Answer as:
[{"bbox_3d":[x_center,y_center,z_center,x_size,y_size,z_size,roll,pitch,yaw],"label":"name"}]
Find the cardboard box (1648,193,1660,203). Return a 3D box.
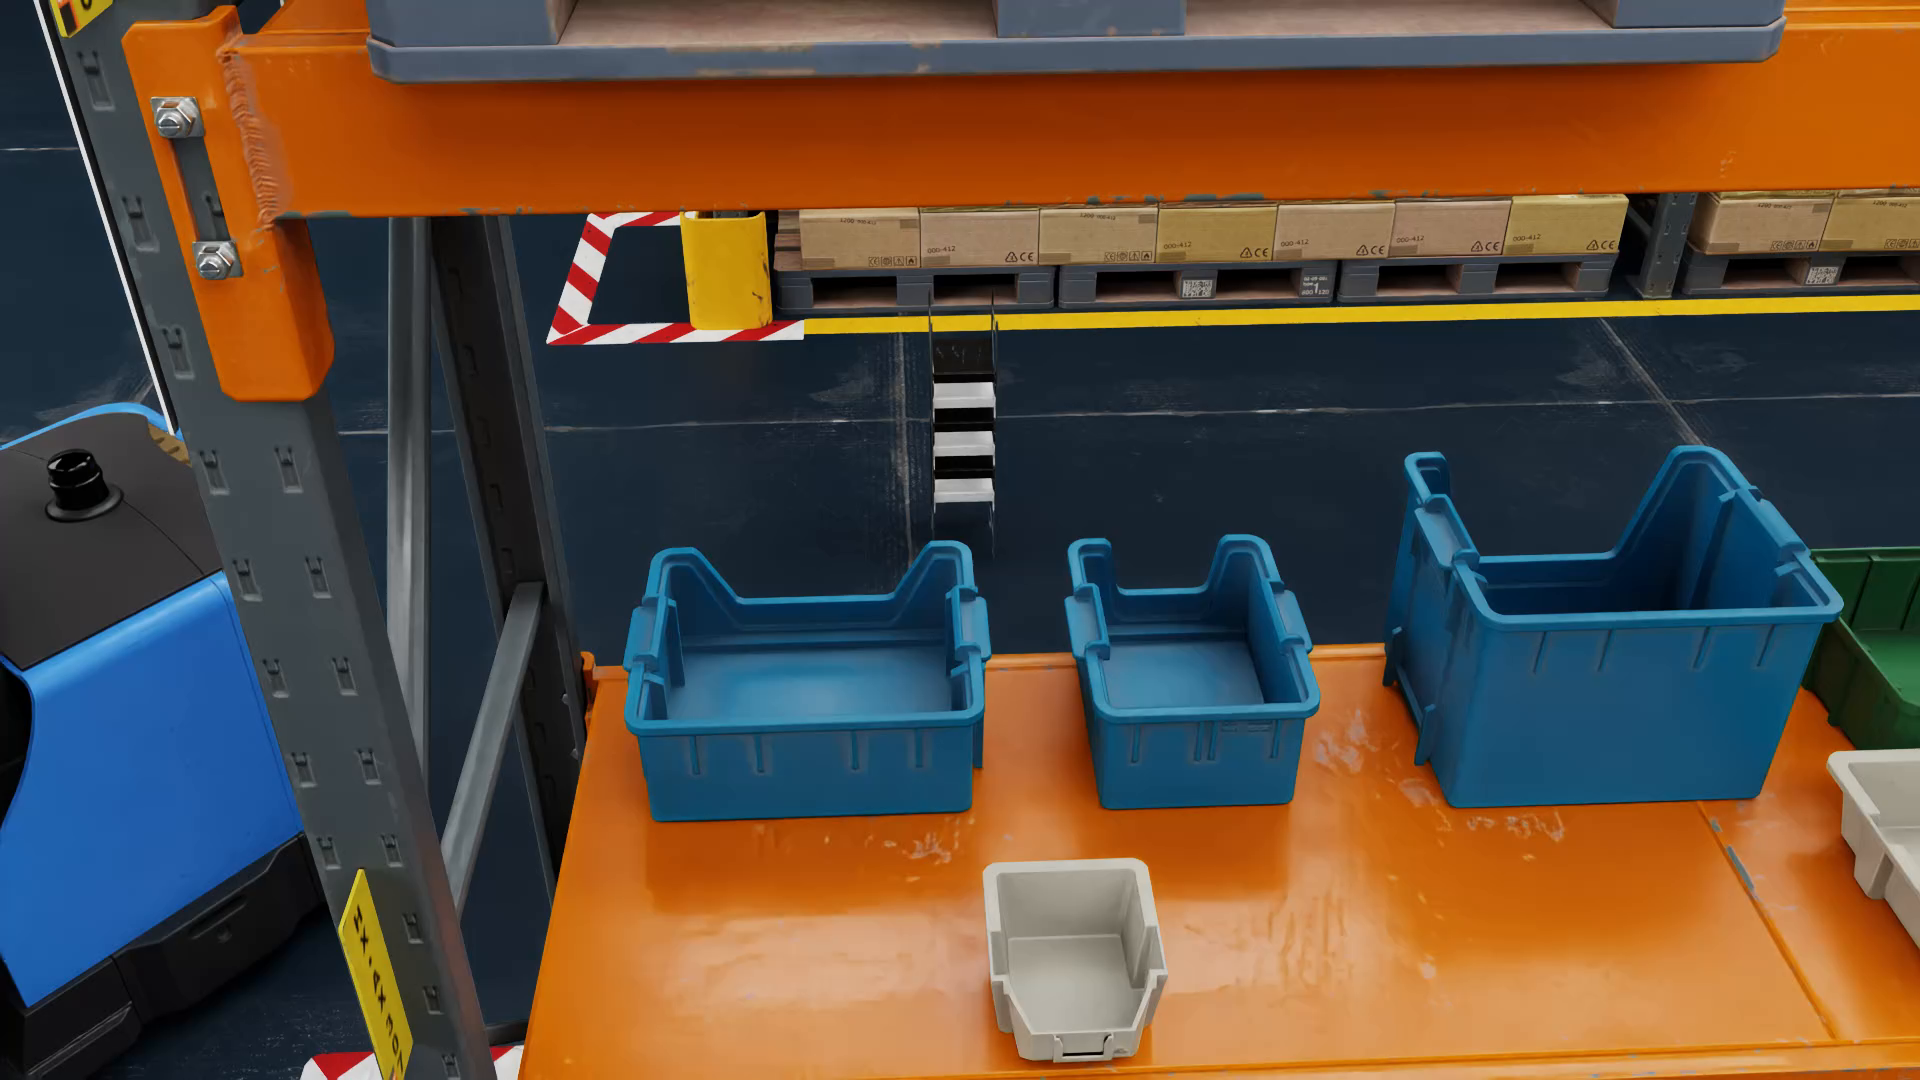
[{"bbox_3d":[3.421,-1.782,7.736,0.500,0.250,0.500,-2,35,-3],"label":"cardboard box"}]

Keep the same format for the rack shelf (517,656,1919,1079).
[{"bbox_3d":[1.254,0.521,2.822,3.809,0.124,0.919,-2,35,-2],"label":"rack shelf"}]

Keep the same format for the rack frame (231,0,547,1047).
[{"bbox_3d":[-0.744,0.361,2.592,0.053,2.616,0.949,-2,35,-2],"label":"rack frame"}]

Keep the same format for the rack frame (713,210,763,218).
[{"bbox_3d":[-0.975,-2.456,6.664,0.127,3.000,1.000,-2,35,-2],"label":"rack frame"}]

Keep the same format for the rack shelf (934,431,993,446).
[{"bbox_3d":[0.008,-0.360,5.502,0.190,0.026,0.221,-2,35,-2],"label":"rack shelf"}]

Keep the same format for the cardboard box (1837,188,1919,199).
[{"bbox_3d":[3.945,-1.717,7.149,0.500,0.311,0.500,-2,35,-3],"label":"cardboard box"}]

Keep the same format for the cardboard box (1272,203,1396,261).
[{"bbox_3d":[1.569,-1.440,7.242,0.500,0.250,0.500,-2,35,-2],"label":"cardboard box"}]

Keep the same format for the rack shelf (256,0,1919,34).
[{"bbox_3d":[1.254,-0.713,1.968,3.809,0.124,0.919,-2,35,-2],"label":"rack shelf"}]

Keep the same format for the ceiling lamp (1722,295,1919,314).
[{"bbox_3d":[5.331,-1.069,7.294,4.000,0.001,0.159,-2,35,-2],"label":"ceiling lamp"}]

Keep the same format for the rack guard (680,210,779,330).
[{"bbox_3d":[-0.999,-1.428,7.374,0.348,0.500,1.175,-2,35,-2],"label":"rack guard"}]

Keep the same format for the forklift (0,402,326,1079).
[{"bbox_3d":[-2.751,0.120,3.001,1.130,2.935,3.031,23,41,30],"label":"forklift"}]

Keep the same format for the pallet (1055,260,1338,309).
[{"bbox_3d":[1.003,-1.385,7.566,1.213,0.211,1.003,-2,35,-2],"label":"pallet"}]

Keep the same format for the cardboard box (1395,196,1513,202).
[{"bbox_3d":[2.068,-1.771,7.061,0.500,0.500,0.500,-2,35,-2],"label":"cardboard box"}]

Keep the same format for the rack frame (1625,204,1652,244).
[{"bbox_3d":[3.020,-2.566,6.822,0.053,2.616,0.949,-2,35,-2],"label":"rack frame"}]

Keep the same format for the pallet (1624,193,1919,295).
[{"bbox_3d":[3.755,-1.460,7.674,1.213,0.211,1.003,-2,35,-2],"label":"pallet"}]

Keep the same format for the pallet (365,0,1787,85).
[{"bbox_3d":[0.087,-0.763,1.747,1.213,0.211,1.003,-2,35,-2],"label":"pallet"}]

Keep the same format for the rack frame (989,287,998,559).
[{"bbox_3d":[0.110,-0.373,5.498,0.006,0.900,0.240,-2,35,-2],"label":"rack frame"}]

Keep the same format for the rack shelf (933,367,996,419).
[{"bbox_3d":[0.008,-0.491,5.411,0.200,0.077,0.258,-2,35,-2],"label":"rack shelf"}]

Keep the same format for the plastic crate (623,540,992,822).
[{"bbox_3d":[-0.258,0.237,2.902,0.616,0.251,0.499,-2,35,-2],"label":"plastic crate"}]

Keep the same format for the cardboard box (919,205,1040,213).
[{"bbox_3d":[0.071,-1.709,6.972,0.500,0.500,0.500,-2,35,-2],"label":"cardboard box"}]

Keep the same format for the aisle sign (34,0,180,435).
[{"bbox_3d":[-0.802,-0.541,1.612,0.004,0.787,0.394,-2,35,-2],"label":"aisle sign"}]

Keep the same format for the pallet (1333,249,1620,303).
[{"bbox_3d":[2.224,-1.420,7.616,1.213,0.211,1.003,-2,35,-2],"label":"pallet"}]

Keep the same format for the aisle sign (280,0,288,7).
[{"bbox_3d":[-0.830,-0.877,2.096,0.004,0.787,0.394,-2,35,-2],"label":"aisle sign"}]

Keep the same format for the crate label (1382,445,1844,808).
[{"bbox_3d":[1.081,0.141,2.879,0.616,0.435,0.502,-2,35,-2],"label":"crate label"}]

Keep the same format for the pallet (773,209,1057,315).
[{"bbox_3d":[-0.213,-1.354,7.521,1.213,0.211,1.003,-2,35,-2],"label":"pallet"}]

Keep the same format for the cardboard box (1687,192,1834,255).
[{"bbox_3d":[3.435,-1.476,7.294,0.500,0.250,0.500,-2,35,-3],"label":"cardboard box"}]

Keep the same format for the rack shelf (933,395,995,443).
[{"bbox_3d":[0.008,-0.417,5.462,0.200,0.077,0.258,-2,35,-2],"label":"rack shelf"}]

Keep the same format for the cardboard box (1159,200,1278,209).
[{"bbox_3d":[1.070,-1.734,7.007,0.500,0.500,0.500,-2,35,-2],"label":"cardboard box"}]

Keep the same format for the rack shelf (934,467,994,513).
[{"bbox_3d":[0.008,-0.195,5.616,0.200,0.077,0.258,-2,35,-2],"label":"rack shelf"}]

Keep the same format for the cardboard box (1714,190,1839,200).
[{"bbox_3d":[3.445,-1.706,7.134,0.500,0.311,0.500,-1,35,-2],"label":"cardboard box"}]

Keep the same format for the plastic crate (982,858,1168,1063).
[{"bbox_3d":[0.165,0.627,2.440,0.250,0.136,0.298,-2,35,-2],"label":"plastic crate"}]

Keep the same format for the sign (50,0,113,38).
[{"bbox_3d":[-0.723,-0.565,1.287,0.005,0.325,0.100,-2,35,-2],"label":"sign"}]

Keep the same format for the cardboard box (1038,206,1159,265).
[{"bbox_3d":[0.570,-1.415,7.206,0.500,0.250,0.500,-2,35,-2],"label":"cardboard box"}]

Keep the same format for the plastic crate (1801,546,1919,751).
[{"bbox_3d":[1.882,0.215,2.990,0.662,0.188,0.450,-2,35,-2],"label":"plastic crate"}]

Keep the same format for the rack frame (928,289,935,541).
[{"bbox_3d":[-0.093,-0.368,5.490,0.006,0.900,0.240,-2,35,-2],"label":"rack frame"}]
